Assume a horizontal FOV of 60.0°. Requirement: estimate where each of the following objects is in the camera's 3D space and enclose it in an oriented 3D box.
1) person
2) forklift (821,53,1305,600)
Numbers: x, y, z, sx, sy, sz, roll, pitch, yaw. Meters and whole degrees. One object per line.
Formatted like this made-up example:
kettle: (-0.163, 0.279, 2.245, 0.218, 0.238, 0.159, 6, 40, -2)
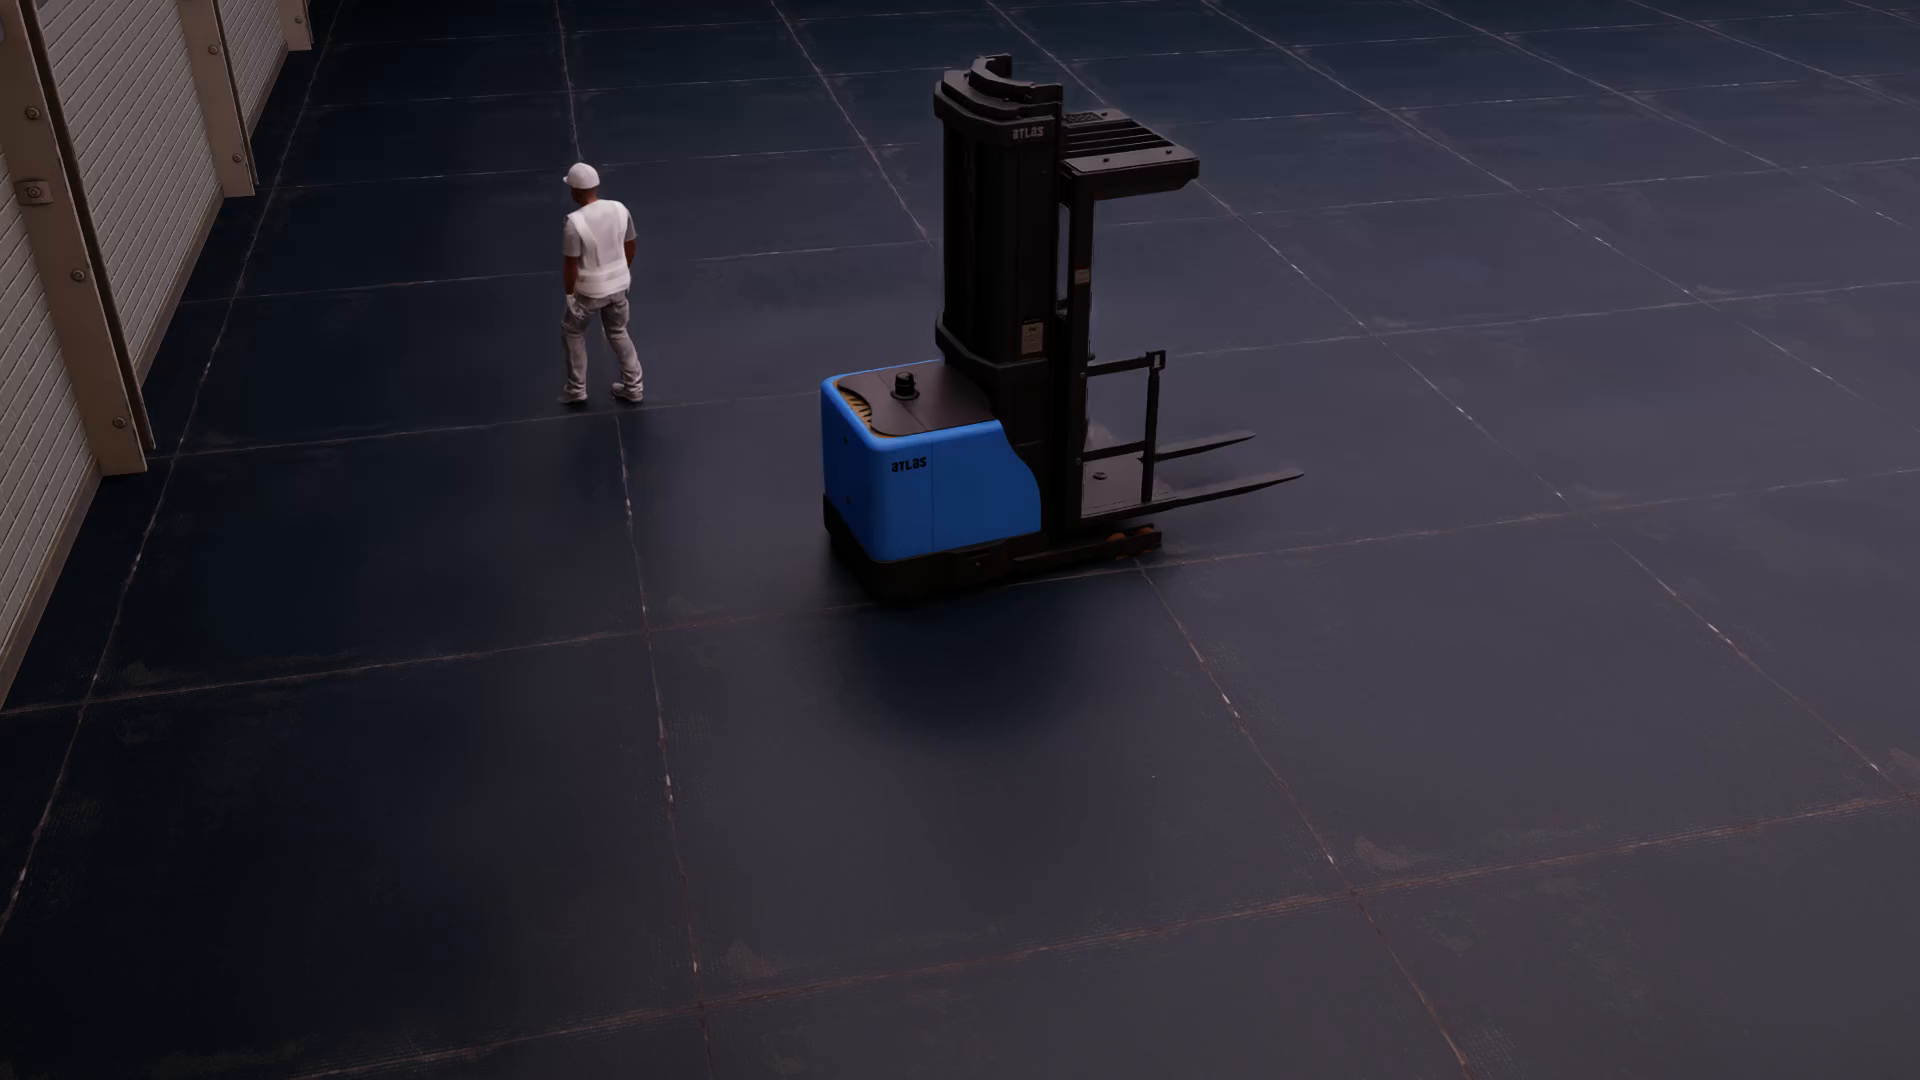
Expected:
person: (-2.625, -1.819, 11.932, 0.555, 1.815, 0.650, 24, 38, 35)
forklift: (0.713, -1.377, 9.953, 3.031, 2.935, 1.130, -11, 32, -19)
